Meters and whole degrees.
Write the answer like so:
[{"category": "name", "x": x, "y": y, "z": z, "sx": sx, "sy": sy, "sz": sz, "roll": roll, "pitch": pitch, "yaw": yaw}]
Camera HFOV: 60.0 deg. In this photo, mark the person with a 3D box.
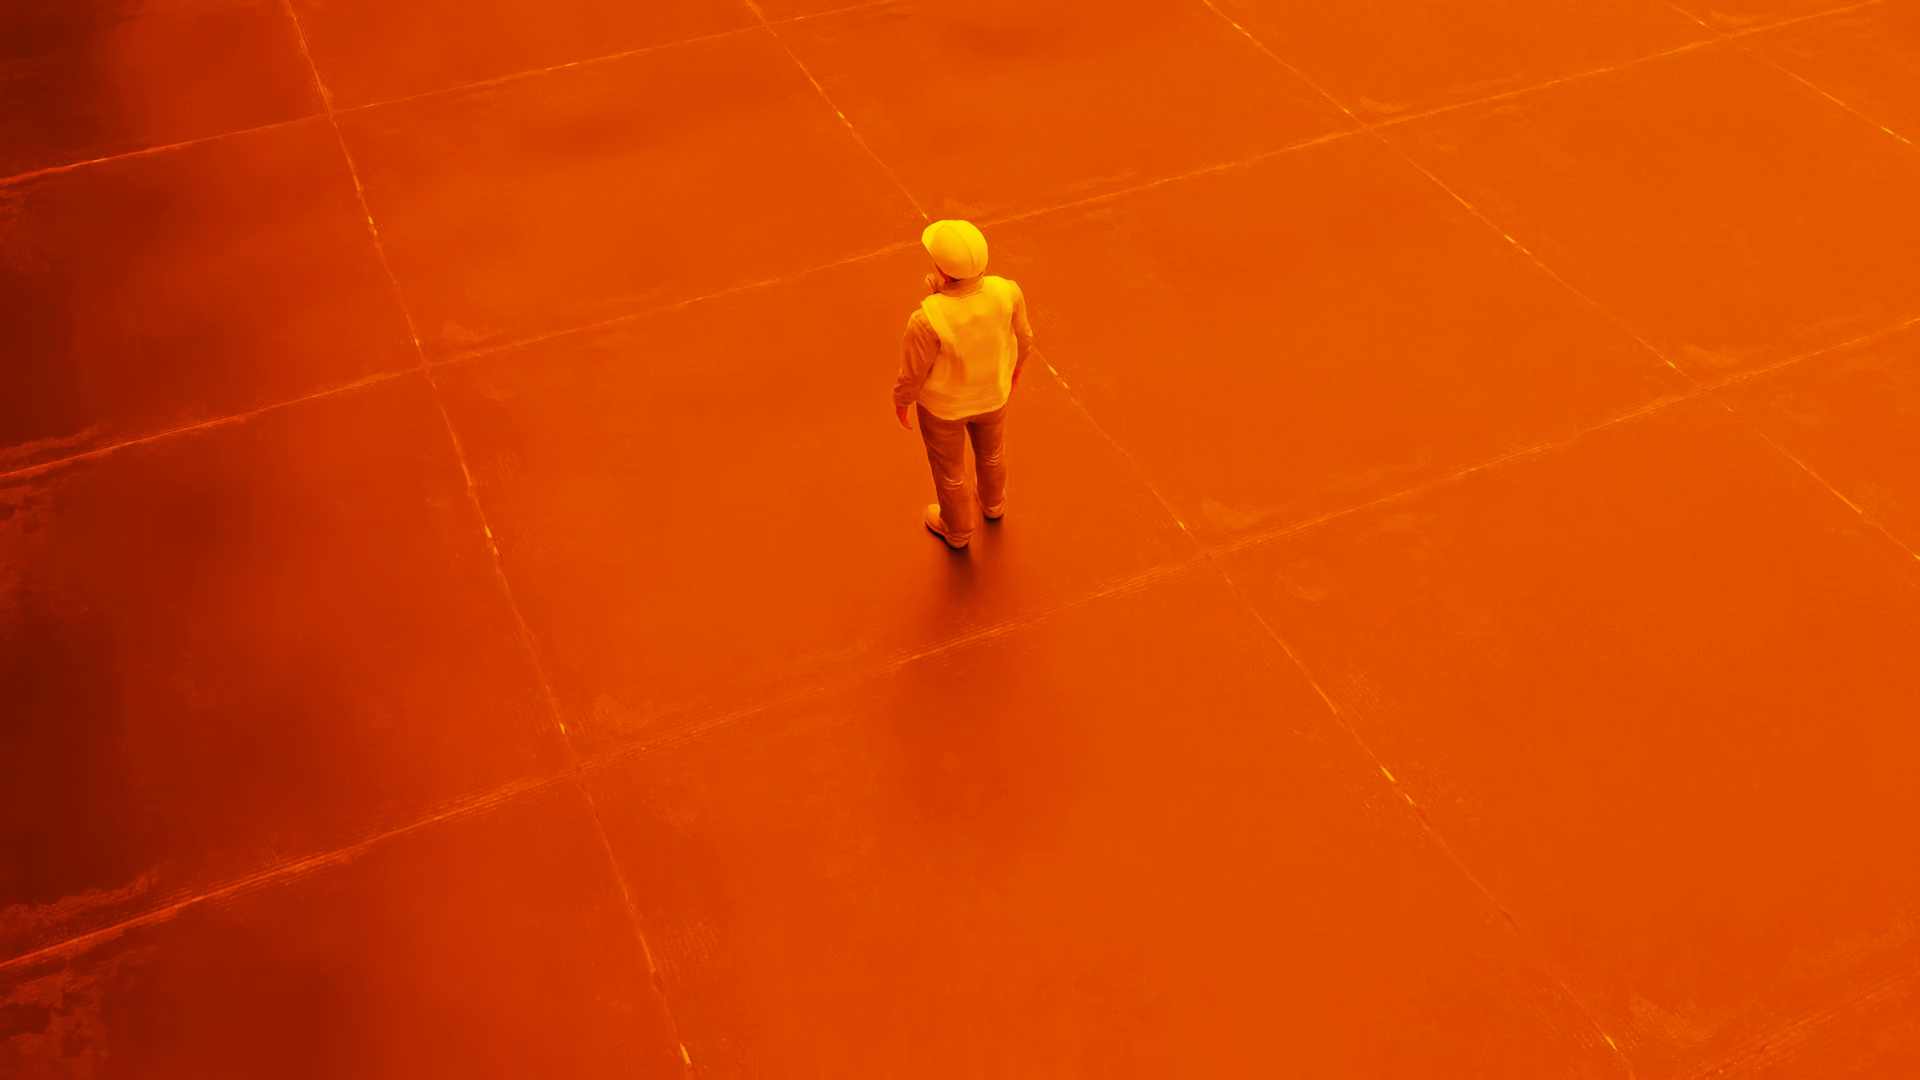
[{"category": "person", "x": -0.018, "y": -0.695, "z": 7.262, "sx": 0.632, "sy": 1.773, "sz": 0.568, "roll": -18, "pitch": 46, "yaw": -18}]
